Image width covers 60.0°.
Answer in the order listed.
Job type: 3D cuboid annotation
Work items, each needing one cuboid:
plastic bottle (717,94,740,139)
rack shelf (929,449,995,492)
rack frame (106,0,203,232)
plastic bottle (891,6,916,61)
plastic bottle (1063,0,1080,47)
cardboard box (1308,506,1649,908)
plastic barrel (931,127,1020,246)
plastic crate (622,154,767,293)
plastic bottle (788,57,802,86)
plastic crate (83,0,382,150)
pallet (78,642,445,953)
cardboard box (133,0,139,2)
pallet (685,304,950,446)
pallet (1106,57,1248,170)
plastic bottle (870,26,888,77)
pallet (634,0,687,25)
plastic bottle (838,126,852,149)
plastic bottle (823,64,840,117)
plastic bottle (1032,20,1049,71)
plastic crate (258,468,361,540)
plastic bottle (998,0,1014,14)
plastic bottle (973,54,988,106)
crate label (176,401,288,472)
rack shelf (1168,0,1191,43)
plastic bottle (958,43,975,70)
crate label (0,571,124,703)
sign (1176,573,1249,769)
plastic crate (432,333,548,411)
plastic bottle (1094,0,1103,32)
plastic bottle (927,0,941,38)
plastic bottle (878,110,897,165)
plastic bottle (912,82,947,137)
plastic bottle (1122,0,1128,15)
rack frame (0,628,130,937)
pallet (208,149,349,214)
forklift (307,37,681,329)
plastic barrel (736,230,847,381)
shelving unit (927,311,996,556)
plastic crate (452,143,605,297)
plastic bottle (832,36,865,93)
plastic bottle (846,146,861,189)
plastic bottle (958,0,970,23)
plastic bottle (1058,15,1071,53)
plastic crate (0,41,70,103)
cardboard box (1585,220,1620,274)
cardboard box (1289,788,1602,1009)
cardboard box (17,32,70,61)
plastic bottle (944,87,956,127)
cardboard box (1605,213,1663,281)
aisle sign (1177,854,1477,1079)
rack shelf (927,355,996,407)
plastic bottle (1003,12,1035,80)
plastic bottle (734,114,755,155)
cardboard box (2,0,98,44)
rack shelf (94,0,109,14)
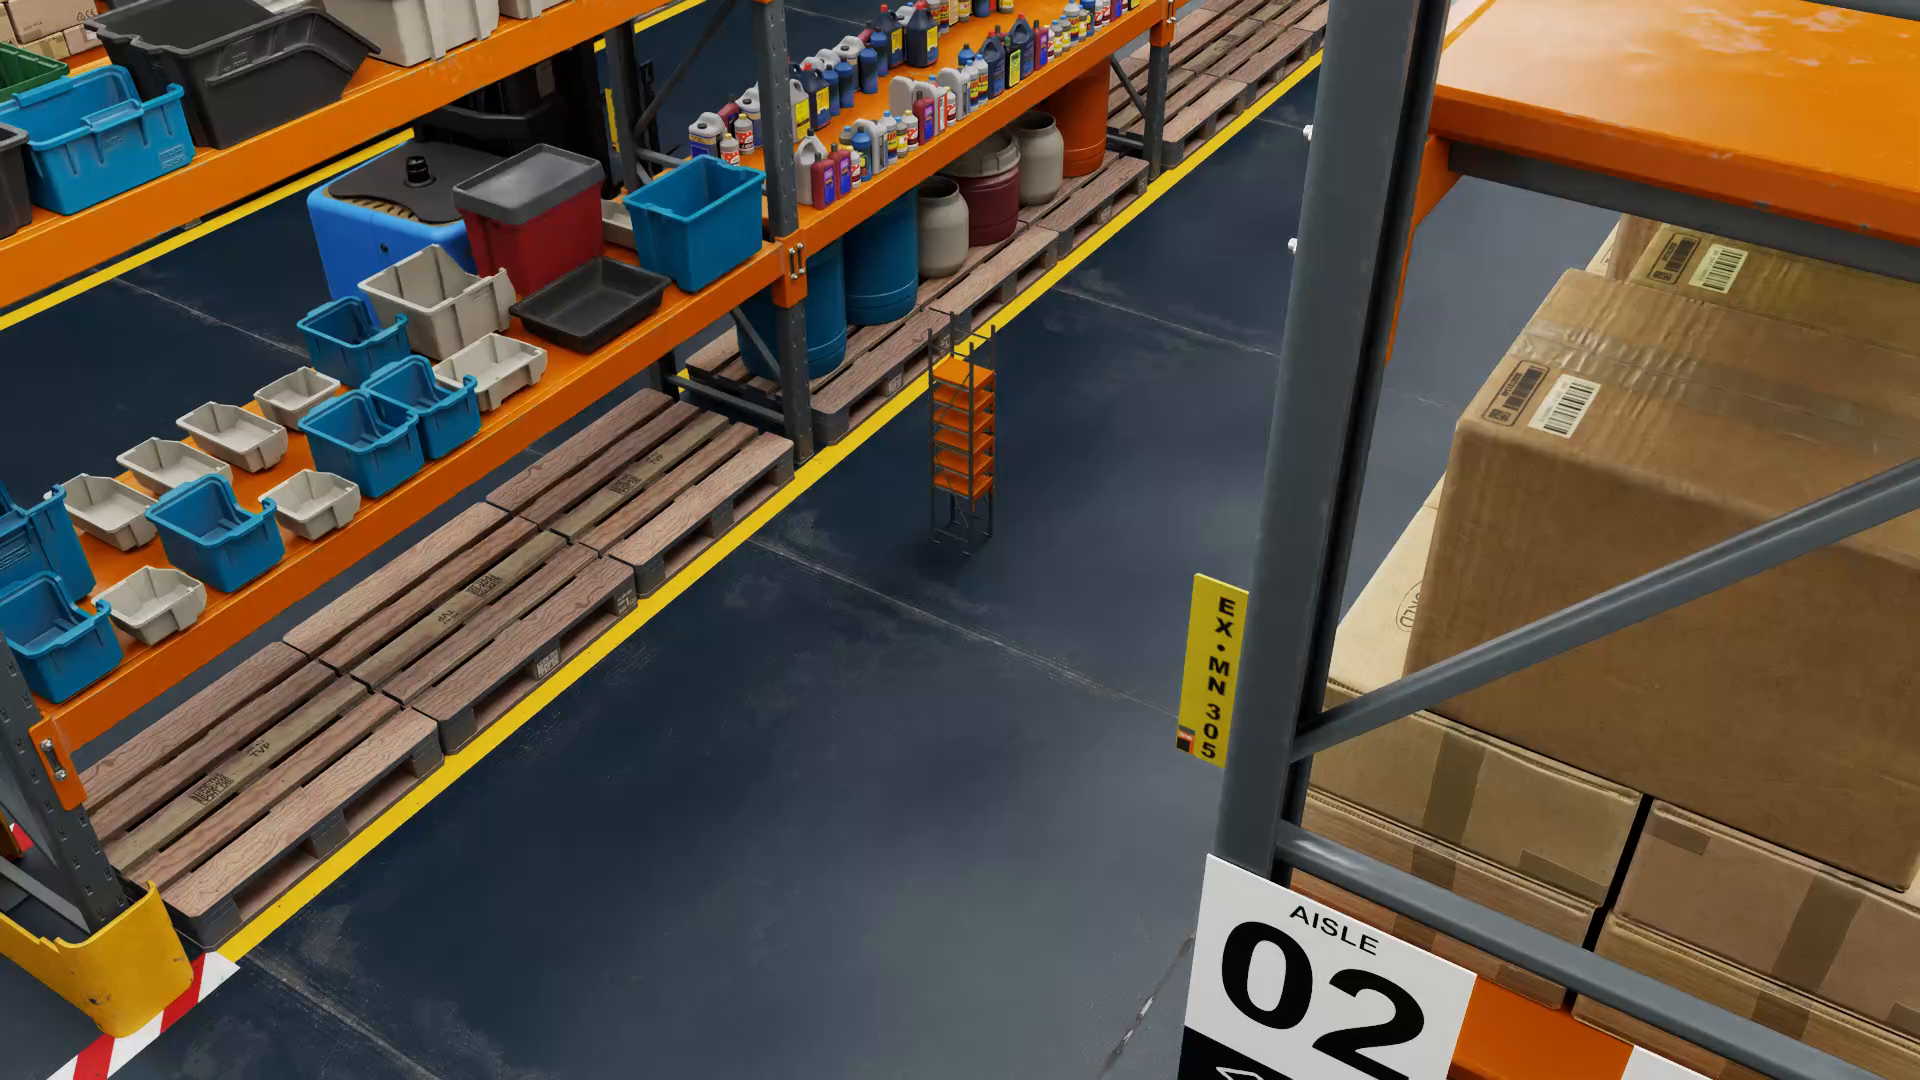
[{"bbox_3d":[-1.199,-2.161,8.631,0.061,0.283,0.133,21,42,25],"label":"plastic bottle"},{"bbox_3d":[0.008,-0.352,7.933,0.258,0.103,0.180,21,42,25],"label":"rack shelf"},{"bbox_3d":[-5.404,-3.384,10.123,1.000,3.000,0.127,21,42,25],"label":"rack frame"},{"bbox_3d":[-0.327,-2.945,9.654,0.152,0.276,0.135,21,42,25],"label":"plastic bottle"},{"bbox_3d":[0.655,-3.054,9.800,0.097,0.271,0.097,0,38,0],"label":"plastic bottle"},{"bbox_3d":[0.875,0.245,2.671,0.500,0.250,0.500,21,42,25],"label":"cardboard box"},{"bbox_3d":[0.068,-2.198,10.214,0.600,0.588,0.708,21,42,25],"label":"plastic barrel"},{"bbox_3d":[-1.184,-1.429,7.551,0.392,0.384,0.575,21,42,25],"label":"plastic crate"},{"bbox_3d":[-0.907,-2.421,8.913,0.144,0.351,0.185,21,42,25],"label":"plastic bottle"},{"bbox_3d":[-2.315,-1.563,5.354,0.504,0.338,0.767,21,42,25],"label":"plastic crate"},{"bbox_3d":[-2.891,0.990,6.732,1.003,0.211,1.213,21,42,25],"label":"pallet"},{"bbox_3d":[-4.947,-3.579,10.294,0.500,0.500,0.500,21,42,25],"label":"cardboard box"},{"bbox_3d":[-0.774,-1.044,9.371,1.003,0.211,1.213,21,42,25],"label":"pallet"},{"bbox_3d":[1.369,-3.108,12.049,1.003,0.211,1.213,21,42,25],"label":"pallet"},{"bbox_3d":[-0.460,-2.777,9.440,0.097,0.271,0.097,0,38,0],"label":"plastic bottle"},{"bbox_3d":[-2.841,-4.744,14.171,1.003,0.211,1.213,21,42,25],"label":"pallet"},{"bbox_3d":[-0.572,-2.019,8.515,0.097,0.201,0.097,0,38,0],"label":"plastic bottle"},{"bbox_3d":[-0.703,-2.439,9.002,0.097,0.271,0.097,0,38,0],"label":"plastic bottle"},{"bbox_3d":[0.452,-2.843,9.516,0.061,0.283,0.133,21,42,25],"label":"plastic bottle"},{"bbox_3d":[-2.350,-0.129,6.067,0.250,0.136,0.298,21,42,25],"label":"plastic crate"},{"bbox_3d":[0.283,-3.360,10.254,0.097,0.201,0.097,0,38,0],"label":"plastic bottle"},{"bbox_3d":[0.105,-2.525,9.113,0.097,0.271,0.097,0,38,0],"label":"plastic bottle"},{"bbox_3d":[-2.785,-0.397,6.415,0.396,0.136,0.243,21,42,25],"label":"crate label"},{"bbox_3d":[1.992,-4.572,12.253,1.077,0.370,4.000,21,42,25],"label":"rack shelf"},{"bbox_3d":[0.036,-2.622,9.240,0.097,0.271,0.097,0,38,0],"label":"plastic bottle"},{"bbox_3d":[-2.955,0.321,5.404,0.416,0.233,0.303,21,42,25],"label":"crate label"},{"bbox_3d":[0.357,0.190,2.305,0.100,0.325,0.005,21,42,25],"label":"sign"},{"bbox_3d":[-1.901,-0.687,6.791,0.293,0.136,0.466,21,42,25],"label":"plastic crate"},{"bbox_3d":[0.811,-3.177,10.016,0.097,0.201,0.097,0,38,0],"label":"plastic bottle"},{"bbox_3d":[-0.164,-3.131,9.899,0.097,0.271,0.097,0,38,0],"label":"plastic bottle"},{"bbox_3d":[-0.371,-2.067,8.519,0.097,0.271,0.097,0,38,0],"label":"plastic bottle"},{"bbox_3d":[-0.156,-2.306,8.826,0.152,0.276,0.135,21,42,25],"label":"plastic bottle"},{"bbox_3d":[0.987,-3.346,10.236,0.097,0.201,0.097,0,38,0],"label":"plastic bottle"},{"bbox_3d":[-3.365,0.298,5.346,1.000,3.000,0.127,21,42,25],"label":"rack frame"},{"bbox_3d":[-5.055,-2.702,11.522,1.003,0.211,1.213,21,42,25],"label":"pallet"},{"bbox_3d":[-2.361,-2.802,9.424,1.130,2.935,3.031,18,41,22],"label":"forklift"},{"bbox_3d":[-0.916,-1.374,8.890,0.600,0.901,0.708,21,42,25],"label":"plastic barrel"},{"bbox_3d":[0.008,-0.483,7.833,0.258,1.200,0.189,21,42,25],"label":"shelving unit"},{"bbox_3d":[-1.912,-1.435,7.492,0.402,0.464,0.583,21,42,25],"label":"plastic crate"},{"bbox_3d":[-0.622,-2.661,9.286,0.152,0.276,0.135,21,42,25],"label":"plastic bottle"},{"bbox_3d":[-0.548,-1.869,8.320,0.097,0.201,0.097,0,38,0],"label":"plastic bottle"},{"bbox_3d":[0.011,-3.272,10.140,0.097,0.201,0.097,0,38,0],"label":"plastic bottle"},{"bbox_3d":[0.603,-2.976,9.756,0.097,0.201,0.097,0,38,0],"label":"plastic bottle"},{"bbox_3d":[-3.078,-1.408,5.276,0.450,0.188,0.336,21,42,25],"label":"plastic crate"},{"bbox_3d":[1.676,-0.529,3.675,0.500,0.250,0.500,21,42,25],"label":"cardboard box"},{"bbox_3d":[0.868,0.441,2.827,0.500,0.250,0.500,21,42,25],"label":"cardboard box"},{"bbox_3d":[-5.429,-2.887,9.684,0.380,0.149,0.250,22,43,26],"label":"cardboard box"},{"bbox_3d":[-0.071,-2.328,8.915,0.097,0.201,0.097,0,38,0],"label":"plastic bottle"},{"bbox_3d":[1.593,-0.496,3.019,0.700,0.500,0.500,21,42,25],"label":"cardboard box"},{"bbox_3d":[0.520,0.826,2.532,0.394,0.787,0.004,21,42,25],"label":"aisle sign"},{"bbox_3d":[0.008,-0.733,7.640,0.258,0.103,0.180,21,42,25],"label":"rack shelf"},{"bbox_3d":[0.332,-2.801,9.406,0.144,0.351,0.185,21,42,25],"label":"plastic bottle"},{"bbox_3d":[-1.122,-2.112,8.635,0.097,0.201,0.097,0,38,0],"label":"plastic bottle"},{"bbox_3d":[-5.419,-3.129,9.671,0.500,0.250,0.500,20,42,24],"label":"cardboard box"},{"bbox_3d":[-4.333,-4.130,11.680,1.077,0.370,4.000,21,42,25],"label":"rack shelf"}]
